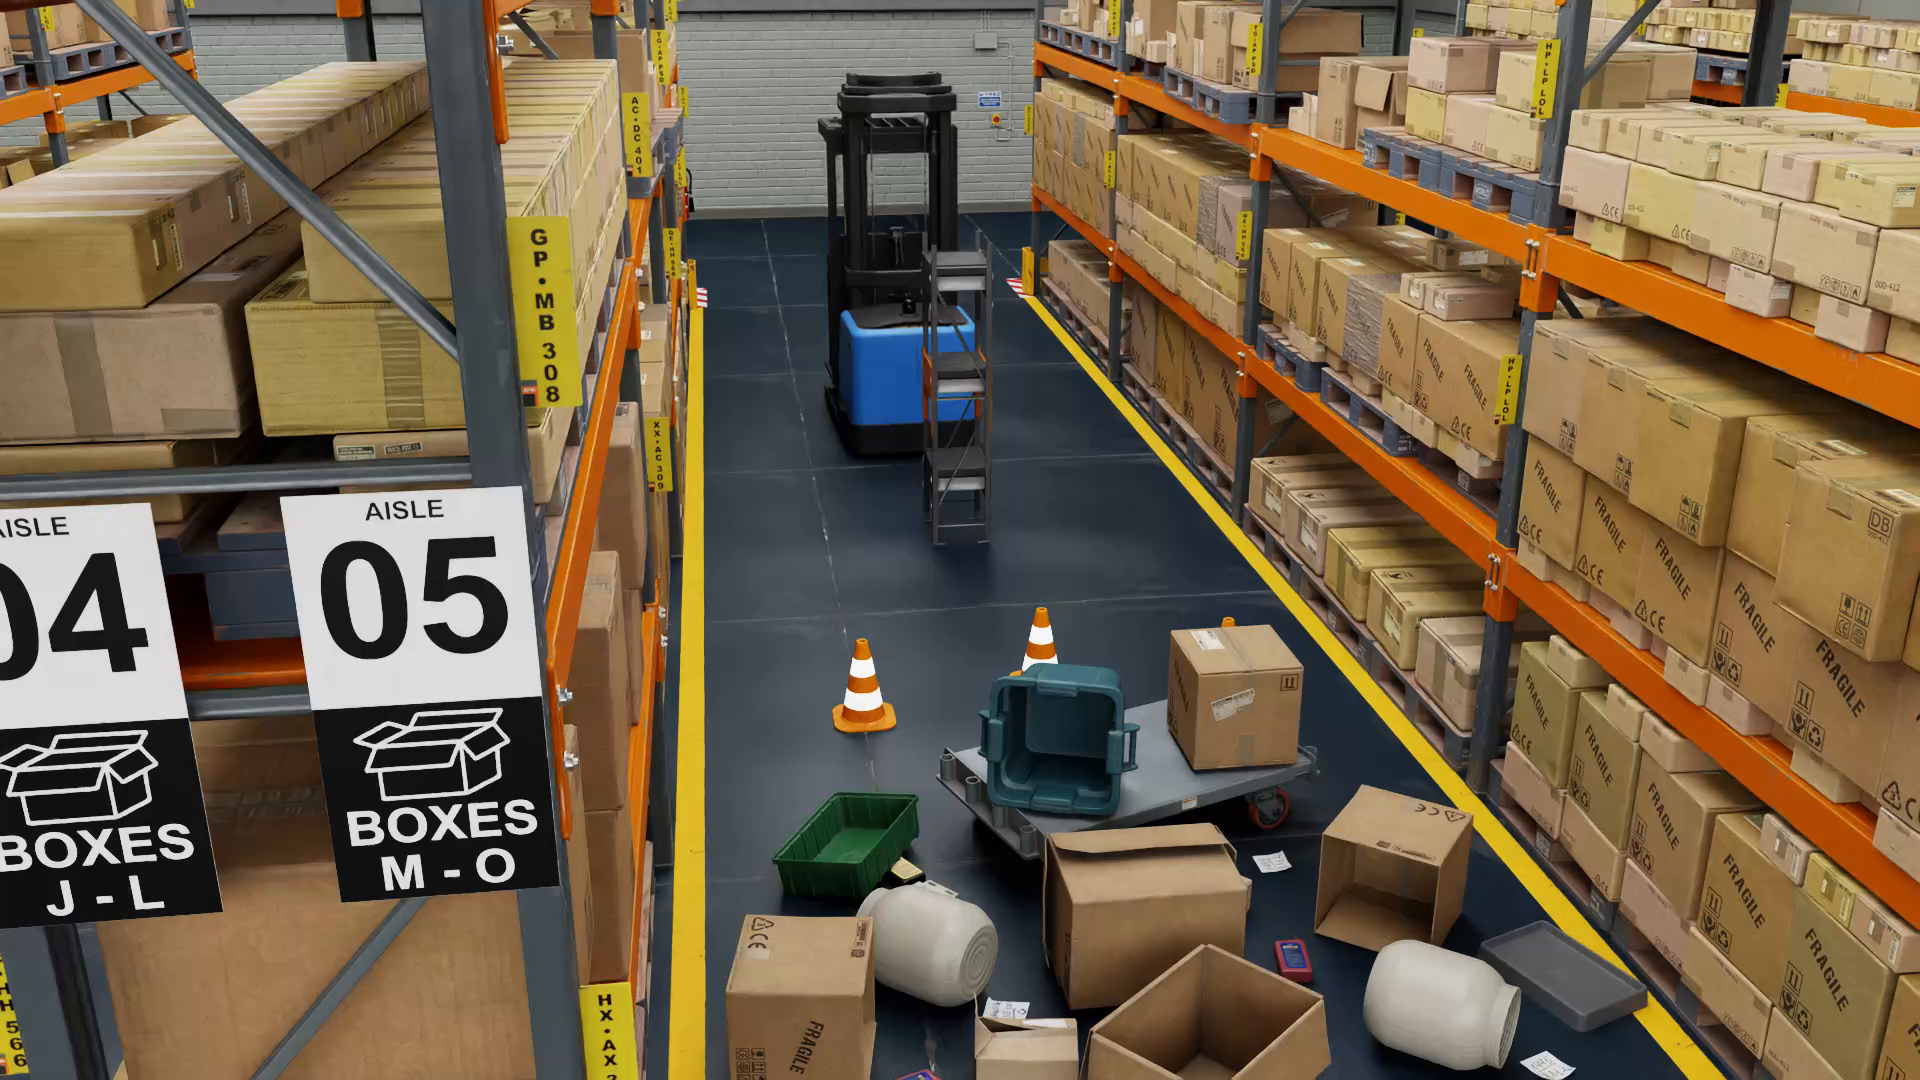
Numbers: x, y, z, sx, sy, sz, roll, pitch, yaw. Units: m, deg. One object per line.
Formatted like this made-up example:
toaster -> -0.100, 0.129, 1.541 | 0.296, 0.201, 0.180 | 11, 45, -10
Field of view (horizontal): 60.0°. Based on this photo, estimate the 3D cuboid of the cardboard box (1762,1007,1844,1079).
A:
cardboard box -> 3.185, 1.857, 5.788 | 0.500, 0.250, 0.500 | -3, 21, -8

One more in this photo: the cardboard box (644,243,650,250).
cardboard box -> -2.349, -1.980, 11.638 | 0.380, 0.149, 0.250 | -3, 21, -8

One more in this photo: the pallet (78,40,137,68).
pallet -> -8.182, -4.513, 15.351 | 1.003, 0.211, 1.213 | -3, 21, -8

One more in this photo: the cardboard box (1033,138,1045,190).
cardboard box -> 1.114, -4.195, 18.517 | 0.500, 0.500, 0.500 | -3, 21, -8

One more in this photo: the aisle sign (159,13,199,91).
aisle sign -> -8.192, -5.087, 17.332 | 0.394, 0.787, 0.004 | -3, 21, -8

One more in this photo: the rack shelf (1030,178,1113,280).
rack shelf -> 1.617, -3.299, 17.290 | 1.077, 0.370, 4.000 | -3, 21, -8

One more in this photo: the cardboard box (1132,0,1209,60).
cardboard box -> 1.745, -4.273, 13.838 | 0.500, 0.500, 0.500 | -3, 21, -9

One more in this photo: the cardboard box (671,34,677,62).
cardboard box -> -2.993, -4.703, 15.948 | 0.500, 0.250, 0.500 | -2, 21, -5

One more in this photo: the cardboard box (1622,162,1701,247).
cardboard box -> 2.934, -1.304, 6.422 | 0.500, 0.250, 0.500 | -3, 21, -8

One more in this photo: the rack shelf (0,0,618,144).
rack shelf -> -1.537, -1.483, 4.424 | 1.077, 0.370, 4.000 | -3, 21, -8

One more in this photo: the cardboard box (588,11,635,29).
cardboard box -> -2.262, -3.417, 11.054 | 0.396, 0.266, 0.258 | -3, 21, -8

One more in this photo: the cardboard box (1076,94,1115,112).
cardboard box -> 1.374, -4.383, 16.666 | 0.380, 0.149, 0.250 | -3, 21, -8

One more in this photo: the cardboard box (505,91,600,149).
cardboard box -> -1.276, -1.246, 4.955 | 0.380, 0.149, 0.250 | -3, 21, -8

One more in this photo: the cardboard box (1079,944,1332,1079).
cardboard box -> 0.876, 1.900, 5.909 | 0.637, 0.503, 0.797 | 17, 27, 39

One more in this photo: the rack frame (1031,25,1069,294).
rack frame -> 1.328, -4.329, 19.018 | 1.000, 3.000, 0.127 | -3, 21, -8

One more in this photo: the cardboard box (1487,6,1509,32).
cardboard box -> 6.127, -5.712, 18.225 | 0.500, 0.250, 0.500 | -3, 21, -7

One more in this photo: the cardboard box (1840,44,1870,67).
cardboard box -> 6.994, -3.709, 12.718 | 0.380, 0.149, 0.250 | -3, 21, -8

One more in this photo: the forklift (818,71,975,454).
forklift -> -0.610, -2.542, 14.334 | 1.130, 2.935, 3.031 | -4, 21, -10

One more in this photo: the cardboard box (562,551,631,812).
cardboard box -> -1.381, 0.403, 4.593 | 0.875, 0.550, 0.550 | -3, 21, -8

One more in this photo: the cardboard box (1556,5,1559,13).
cardboard box -> 6.359, -5.417, 16.721 | 0.500, 0.250, 0.500 | -3, 21, -7

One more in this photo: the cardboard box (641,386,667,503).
cardboard box -> -1.778, -0.480, 8.570 | 0.500, 0.500, 0.500 | -3, 21, -8

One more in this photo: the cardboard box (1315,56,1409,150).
cardboard box -> 2.608, -2.682, 10.180 | 0.700, 0.500, 0.500 | -3, 21, -8

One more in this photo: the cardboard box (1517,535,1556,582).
cardboard box -> 2.786, 0.069, 7.603 | 0.380, 0.149, 0.250 | -3, 21, -8

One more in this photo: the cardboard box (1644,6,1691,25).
cardboard box -> 6.425, -4.740, 15.024 | 0.380, 0.149, 0.250 | -2, 21, -6

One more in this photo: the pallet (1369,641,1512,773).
pallet -> 2.945, 0.863, 9.104 | 1.003, 0.211, 1.213 | -3, 21, -8

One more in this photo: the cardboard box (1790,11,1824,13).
cardboard box -> 7.120, -4.411, 14.142 | 0.380, 0.149, 0.250 | -4, 21, -9

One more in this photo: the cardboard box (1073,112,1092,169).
cardboard box -> 1.416, -3.960, 16.460 | 0.500, 0.500, 0.500 | -3, 21, -7

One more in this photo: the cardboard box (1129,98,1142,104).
cardboard box -> 1.883, -4.325, 16.509 | 0.380, 0.149, 0.250 | -3, 21, -8

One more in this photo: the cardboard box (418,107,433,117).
cardboard box -> -2.032, -1.424, 5.999 | 0.500, 0.250, 0.500 | -3, 21, -7

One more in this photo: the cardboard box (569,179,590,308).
cardboard box -> -1.212, -0.752, 4.203 | 0.500, 0.250, 0.500 | -3, 21, -8

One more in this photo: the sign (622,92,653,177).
sign -> -1.277, -1.602, 6.579 | 0.100, 0.325, 0.005 | -3, 21, -8

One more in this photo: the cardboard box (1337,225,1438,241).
cardboard box -> 2.822, -1.798, 11.075 | 0.500, 0.500, 0.500 | -4, 21, -9

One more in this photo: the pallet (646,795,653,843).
pallet -> -2.011, 1.154, 8.325 | 1.003, 0.211, 1.213 | -3, 21, -8

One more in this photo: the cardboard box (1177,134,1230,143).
cardboard box -> 2.218, -3.317, 14.738 | 0.500, 0.500, 0.500 | -2, 21, -6

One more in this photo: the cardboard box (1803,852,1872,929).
cardboard box -> 3.109, 1.172, 5.621 | 0.380, 0.149, 0.250 | -3, 21, -7

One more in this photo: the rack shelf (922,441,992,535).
rack shelf -> -0.024, -0.372, 11.752 | 0.431, 0.518, 0.480 | -3, 21, -8

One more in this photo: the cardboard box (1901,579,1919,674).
cardboard box -> 3.280, 0.215, 4.856 | 0.700, 0.500, 0.500 | -3, 21, -7

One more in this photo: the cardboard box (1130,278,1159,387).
cardboard box -> 2.074, -1.934, 15.045 | 0.875, 0.875, 0.875 | -2, 21, -6

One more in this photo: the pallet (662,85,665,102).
pallet -> -2.843, -3.398, 12.508 | 1.213, 0.211, 1.003 | -3, 21, -8

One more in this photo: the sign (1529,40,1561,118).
sign -> 2.510, -1.976, 7.132 | 0.100, 0.325, 0.005 | -3, 21, -8

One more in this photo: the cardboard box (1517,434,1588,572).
cardboard box -> 2.846, -0.194, 7.379 | 0.500, 0.500, 0.500 | -3, 21, -8

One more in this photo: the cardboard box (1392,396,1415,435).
cardboard box -> 2.577, -0.685, 9.021 | 0.380, 0.149, 0.250 | -3, 21, -7

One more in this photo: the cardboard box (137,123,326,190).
cardboard box -> -1.816, -0.949, 4.158 | 0.380, 0.149, 0.250 | -3, 21, -9

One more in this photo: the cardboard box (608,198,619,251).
cardboard box -> -1.345, -1.045, 5.556 | 0.380, 0.149, 0.250 | -3, 21, -8

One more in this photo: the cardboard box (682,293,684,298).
cardboard box -> -3.014, -2.428, 16.979 | 0.380, 0.149, 0.250 | -2, 21, -5

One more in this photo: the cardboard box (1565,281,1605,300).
cardboard box -> 6.468, -2.732, 17.716 | 0.700, 0.500, 0.500 | -4, 21, -10

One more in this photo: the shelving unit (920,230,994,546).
shelving unit -> -0.024, -1.041, 11.502 | 0.431, 2.100, 0.503 | -3, 21, -8

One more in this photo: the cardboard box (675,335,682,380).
cardboard box -> -2.470, -1.430, 13.158 | 0.500, 0.250, 0.500 | -4, 21, -10

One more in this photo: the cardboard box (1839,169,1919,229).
cardboard box -> 3.040, -1.081, 5.256 | 0.380, 0.149, 0.250 | -2, 21, -6

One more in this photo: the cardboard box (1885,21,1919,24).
cardboard box -> 7.457, -3.965, 12.978 | 0.380, 0.149, 0.250 | -3, 21, -8

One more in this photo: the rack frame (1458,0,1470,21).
rack frame -> 6.240, -7.391, 18.642 | 1.000, 3.000, 0.127 | -3, 21, -8

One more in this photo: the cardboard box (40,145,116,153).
cardboard box -> -7.781, -3.214, 14.751 | 0.500, 0.500, 0.500 | -3, 21, -8

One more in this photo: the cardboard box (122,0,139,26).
cardboard box -> -8.388, -5.146, 16.034 | 0.700, 0.500, 0.500 | -4, 21, -10

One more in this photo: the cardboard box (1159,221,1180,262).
cardboard box -> 1.914, -2.411, 13.384 | 0.500, 0.250, 0.500 | -4, 21, -9

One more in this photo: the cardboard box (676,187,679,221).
cardboard box -> -2.879, -3.200, 15.429 | 0.500, 0.500, 0.500 | -3, 21, -8
